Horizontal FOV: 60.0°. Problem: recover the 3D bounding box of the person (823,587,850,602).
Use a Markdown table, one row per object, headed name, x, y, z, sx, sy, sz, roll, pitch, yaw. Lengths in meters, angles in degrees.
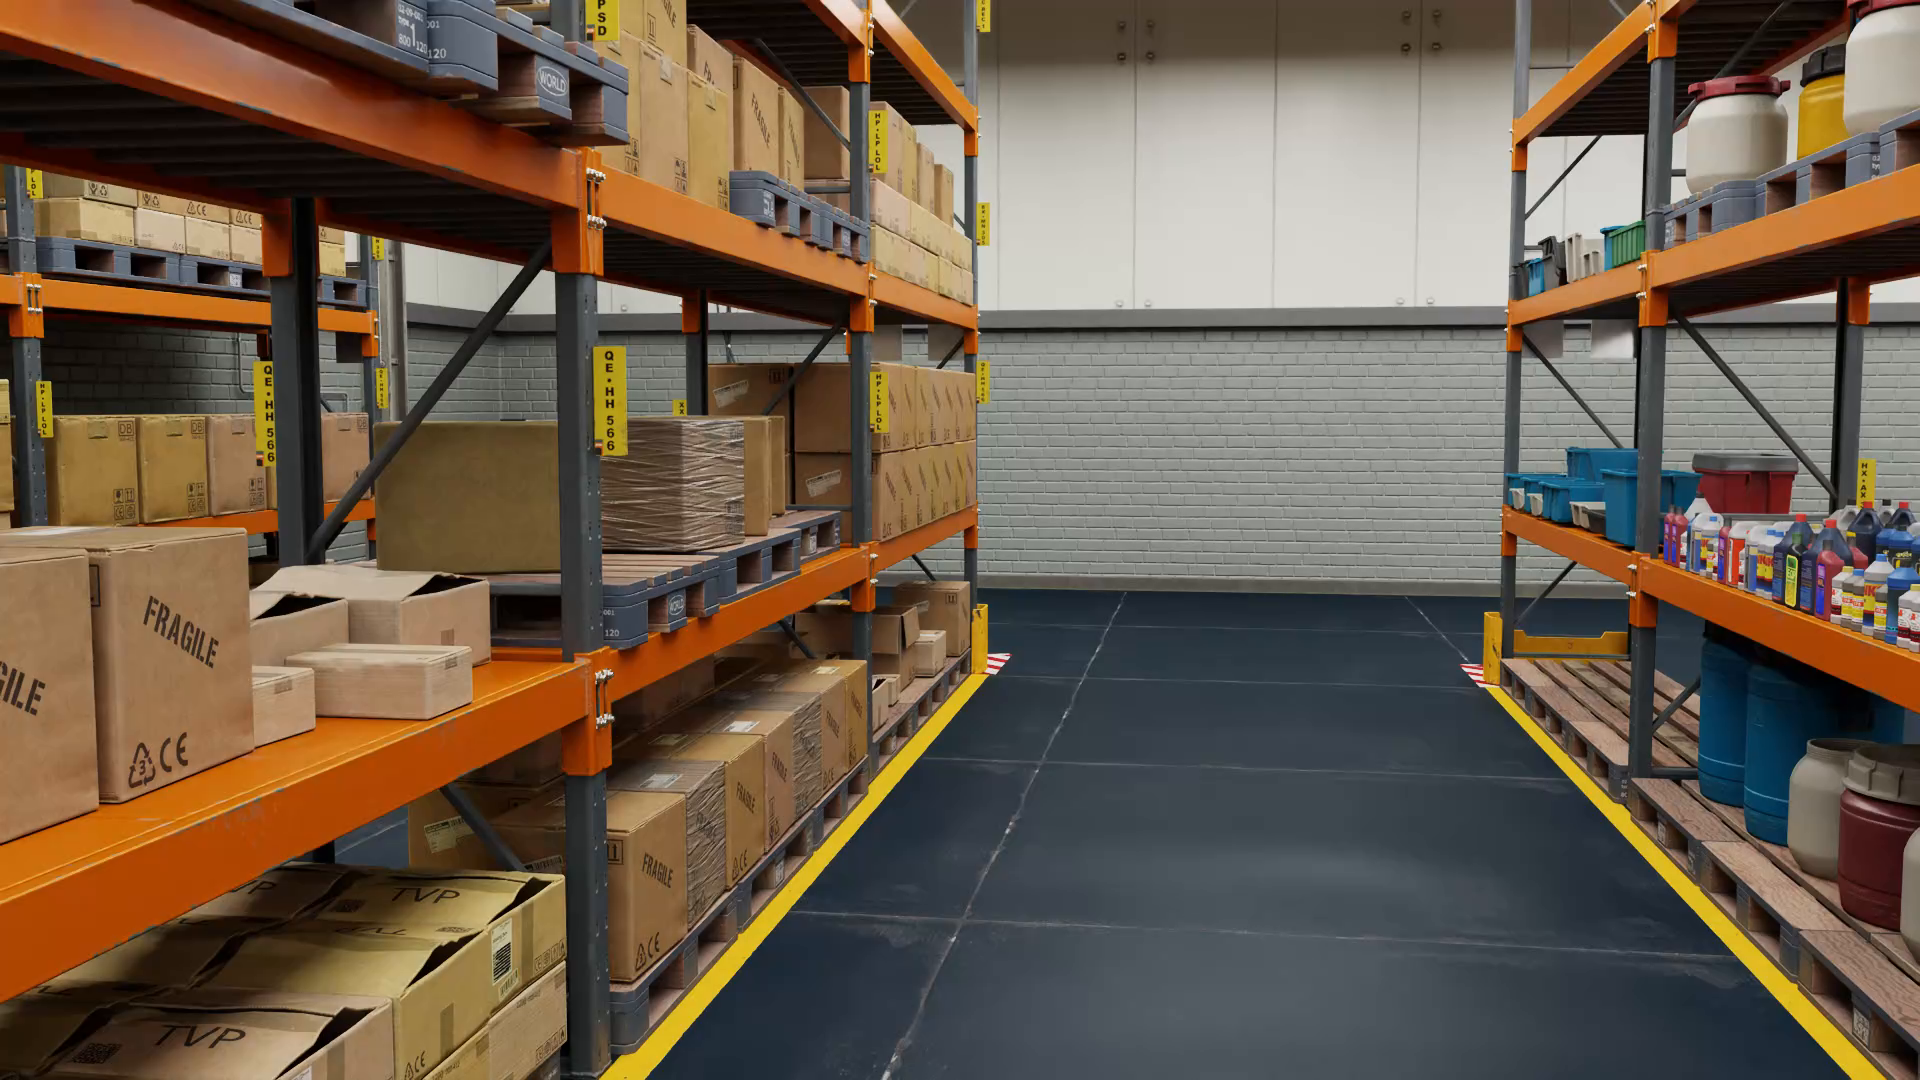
| name | x | y | z | sx | sy | sz | roll | pitch | yaw |
| --- | --- | --- | --- | --- | --- | --- | --- | --- | --- |
| person | -1.155 | 0.060 | 15.584 | 0.485 | 1.481 | 0.341 | 0 | 5 | 6 |
